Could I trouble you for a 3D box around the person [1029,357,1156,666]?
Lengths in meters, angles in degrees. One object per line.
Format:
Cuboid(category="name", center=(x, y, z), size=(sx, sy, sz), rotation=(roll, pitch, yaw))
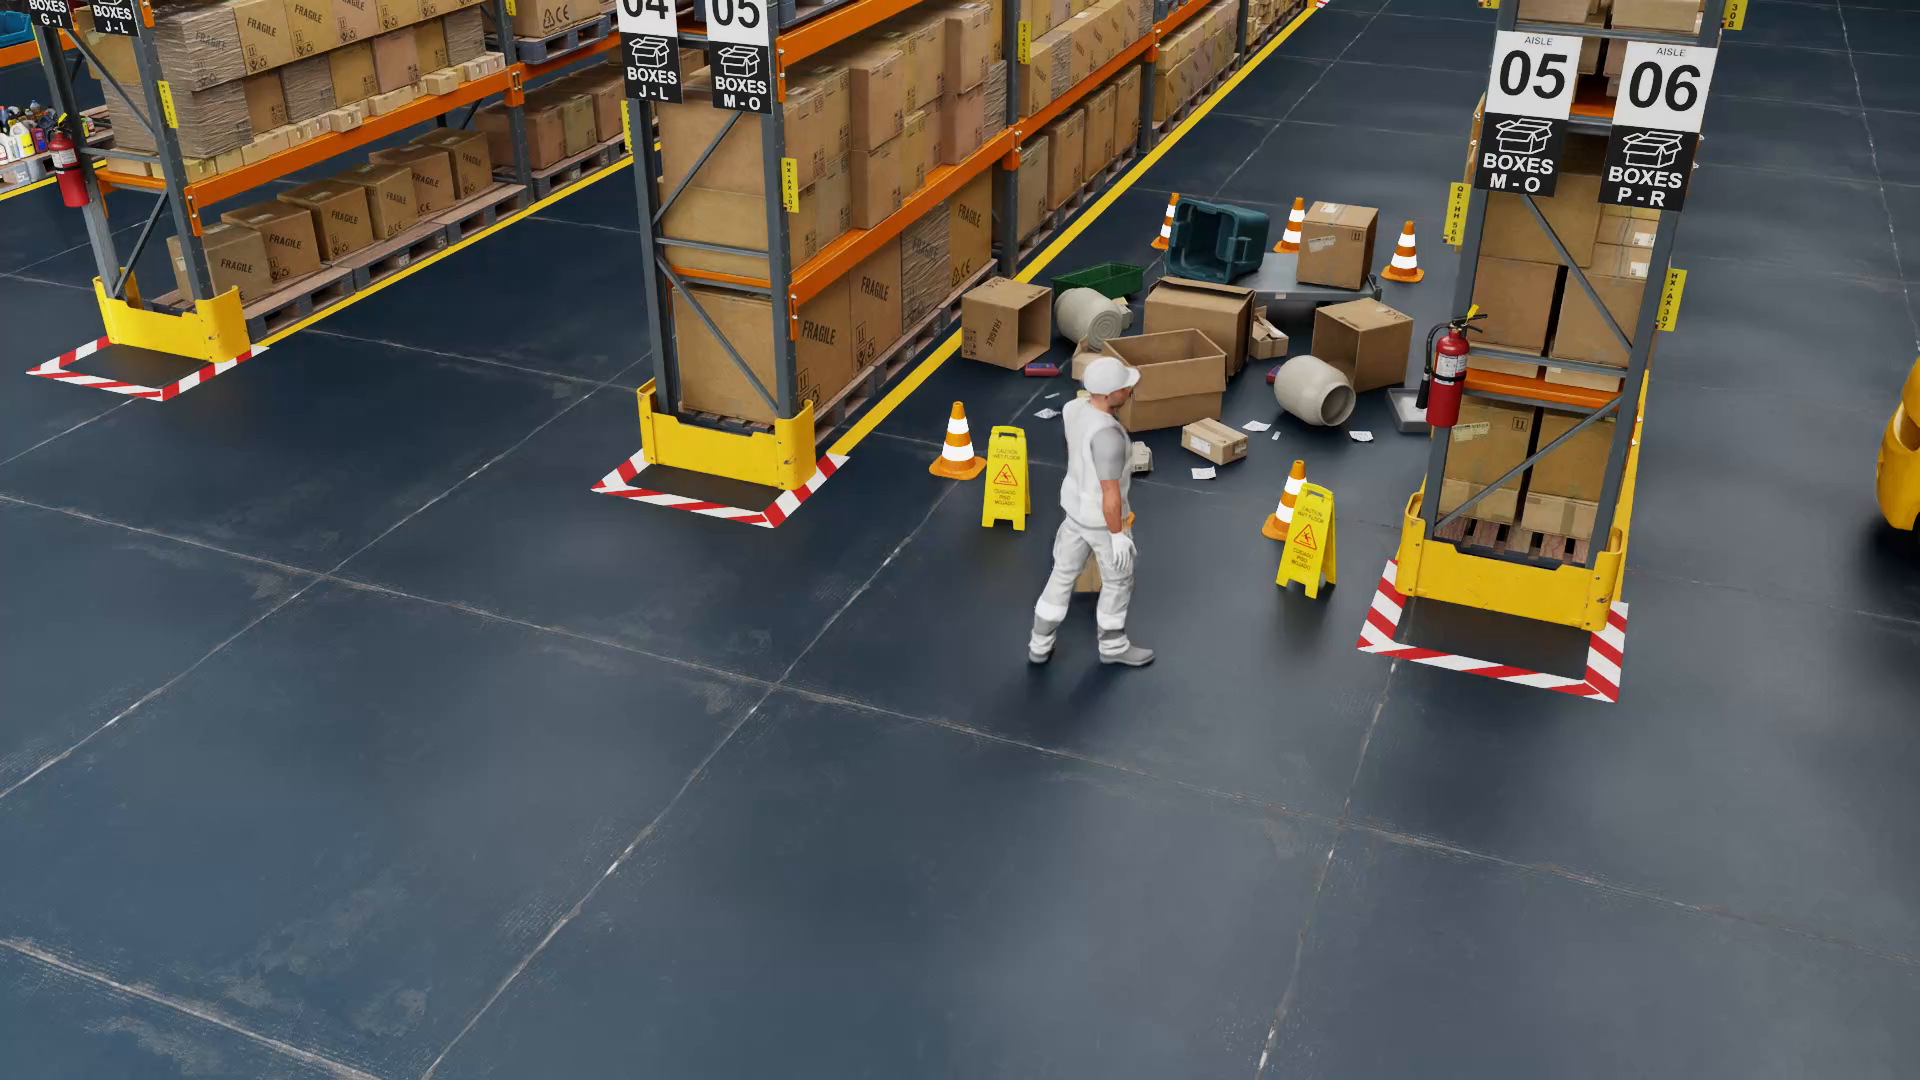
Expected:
Cuboid(category="person", center=(0.713, -0.117, 8.588), size=(0.643, 1.784, 0.647), rotation=(-12, 32, -21))
